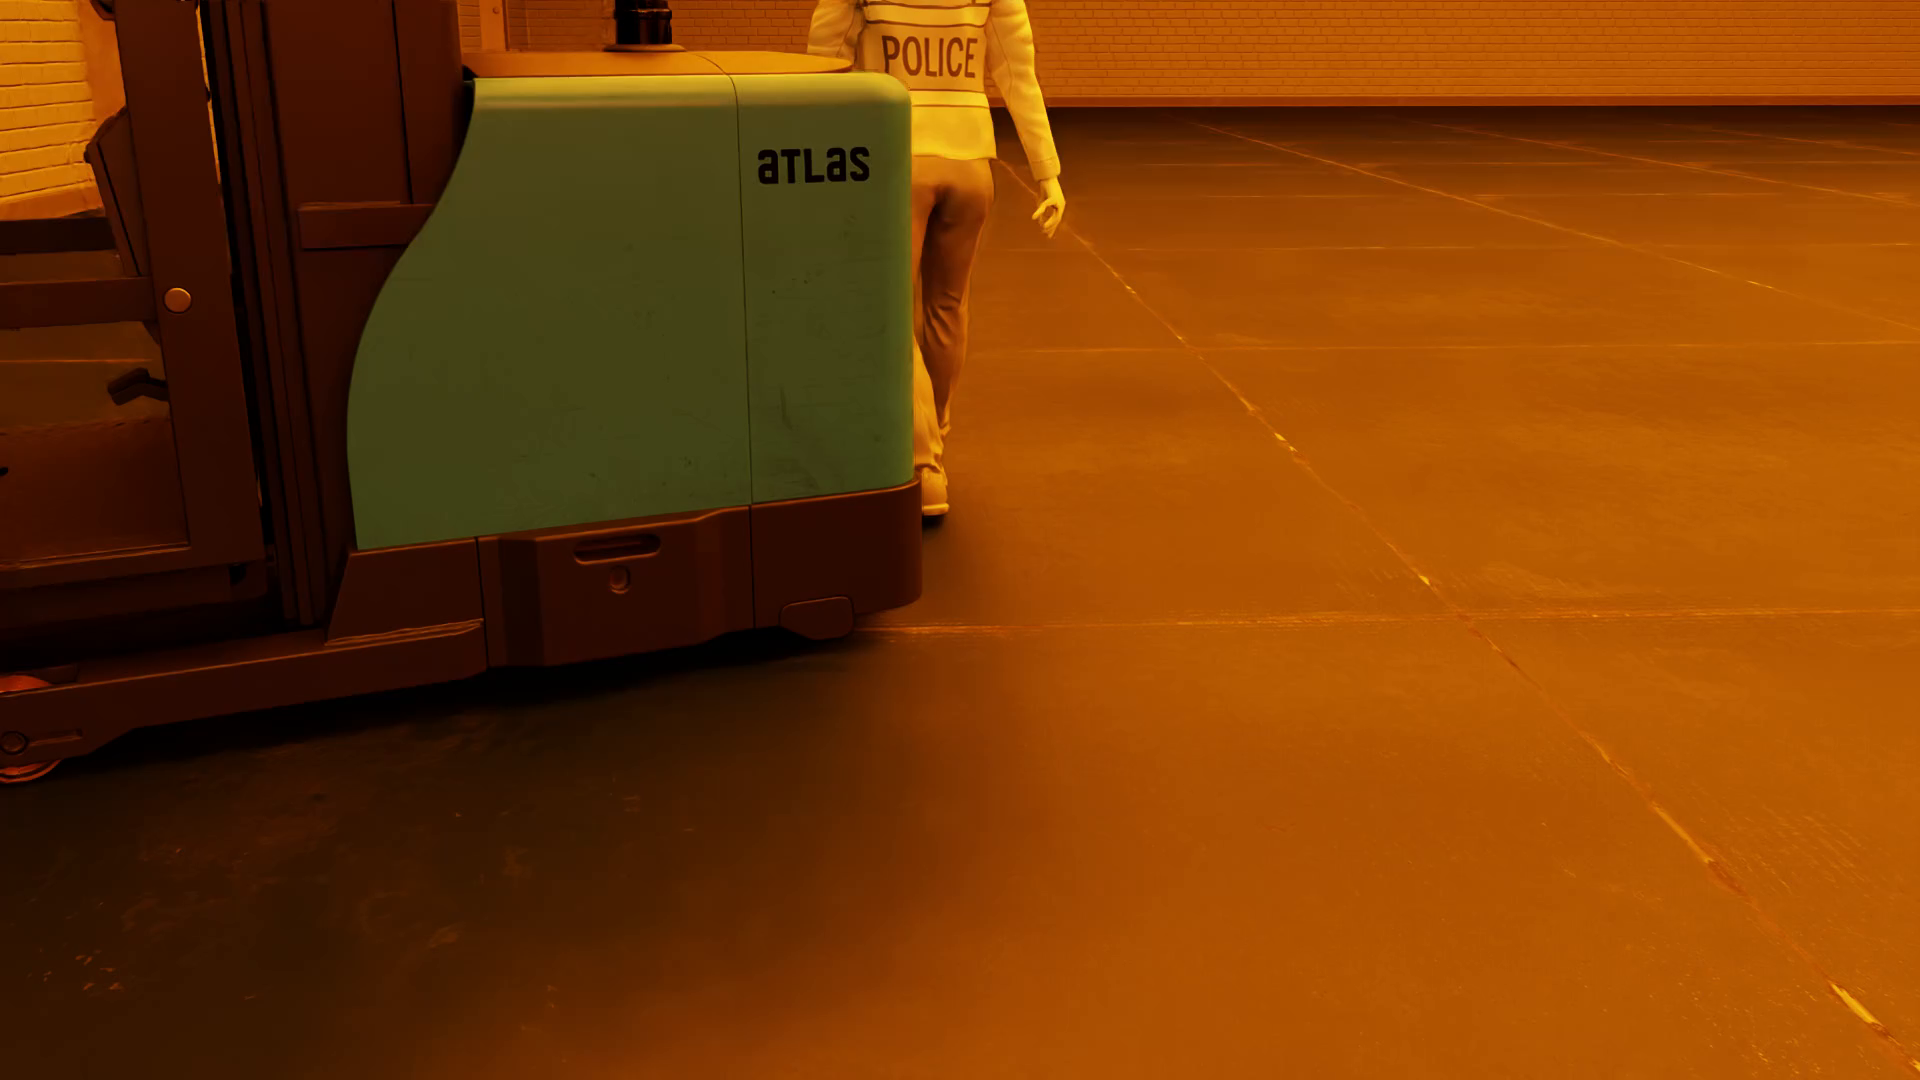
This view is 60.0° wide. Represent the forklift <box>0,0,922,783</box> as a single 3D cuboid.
[{"bbox_3d":[-1.637,-1.167,2.722,3.031,2.935,1.130,-8,19,-23],"label":"forklift"}]

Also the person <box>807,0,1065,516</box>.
[{"bbox_3d":[-0.087,-0.934,4.244,0.605,1.604,0.892,-7,18,-22],"label":"person"}]
